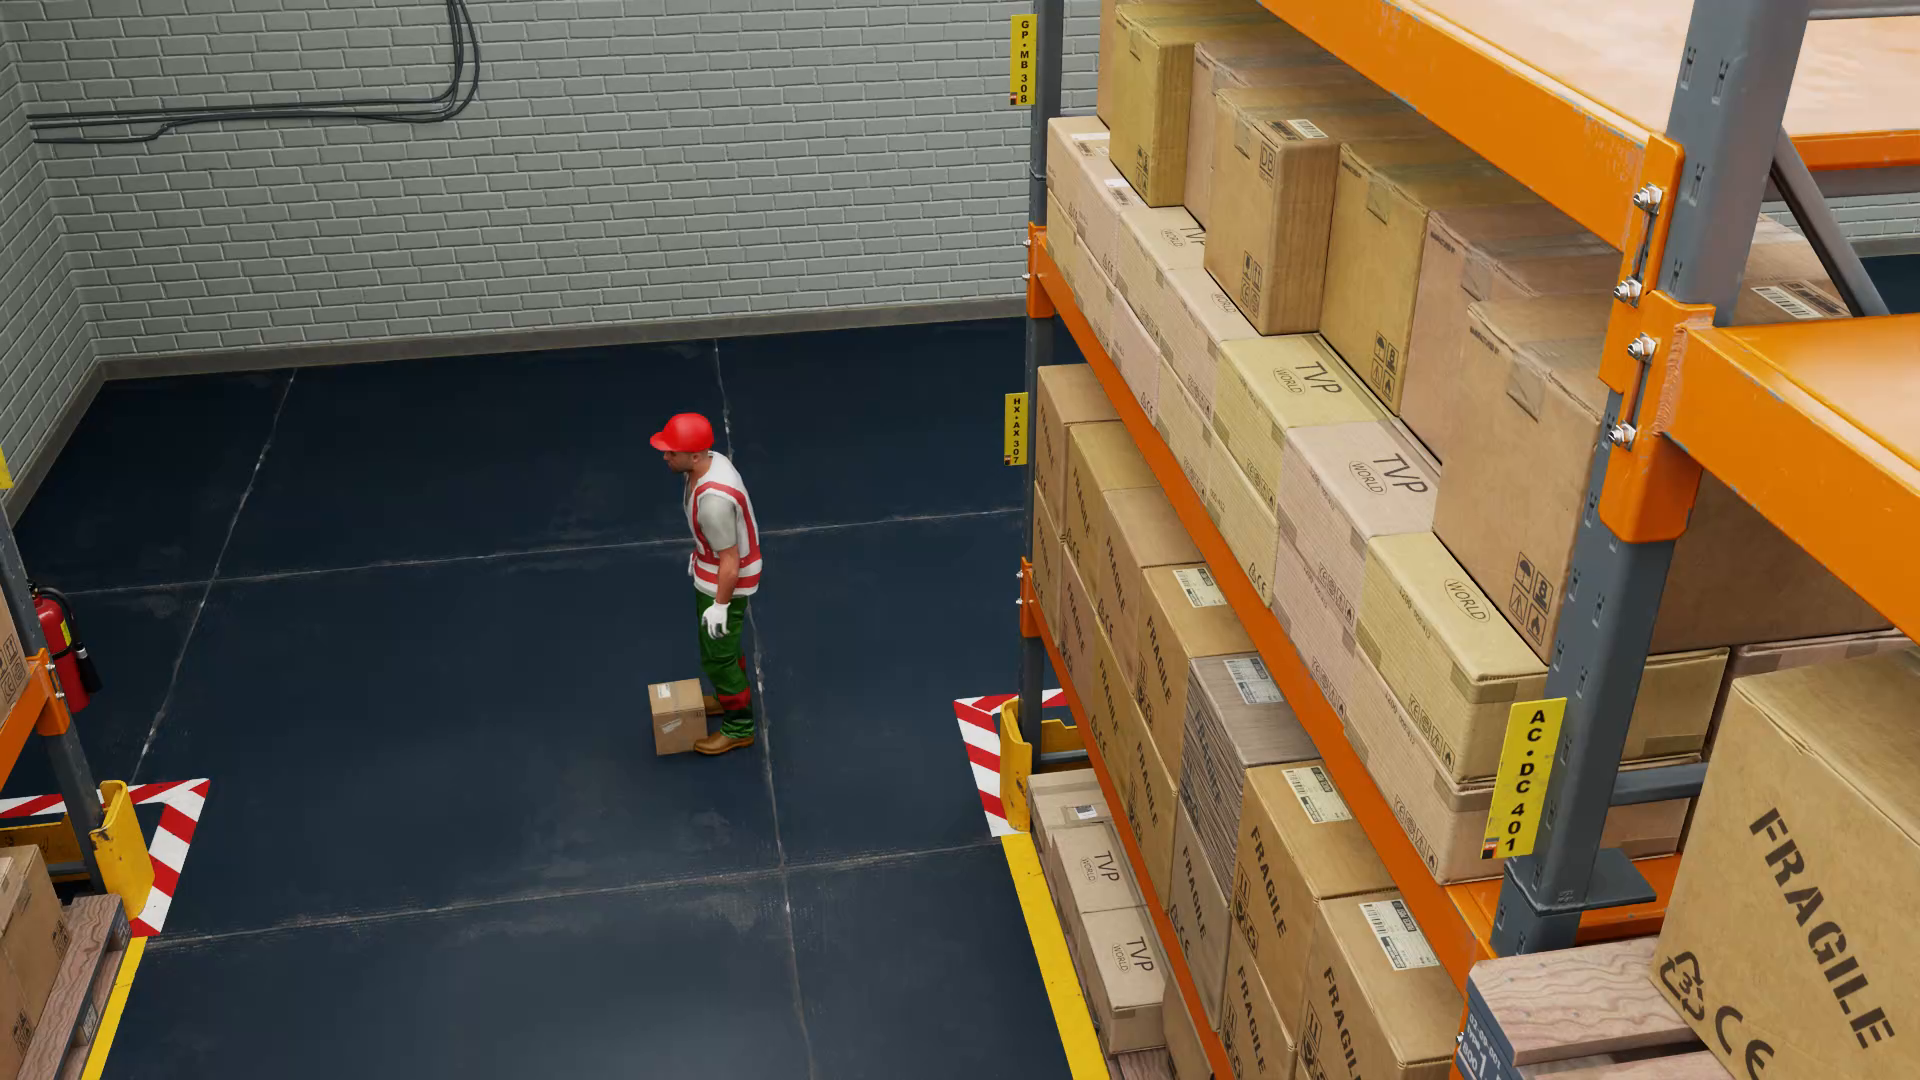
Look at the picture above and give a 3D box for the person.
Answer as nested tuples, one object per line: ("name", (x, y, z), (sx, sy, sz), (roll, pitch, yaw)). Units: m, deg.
("person", (-1.156, 0.195, 7.791), (0.448, 1.779, 0.619), (-7, 31, -12))
